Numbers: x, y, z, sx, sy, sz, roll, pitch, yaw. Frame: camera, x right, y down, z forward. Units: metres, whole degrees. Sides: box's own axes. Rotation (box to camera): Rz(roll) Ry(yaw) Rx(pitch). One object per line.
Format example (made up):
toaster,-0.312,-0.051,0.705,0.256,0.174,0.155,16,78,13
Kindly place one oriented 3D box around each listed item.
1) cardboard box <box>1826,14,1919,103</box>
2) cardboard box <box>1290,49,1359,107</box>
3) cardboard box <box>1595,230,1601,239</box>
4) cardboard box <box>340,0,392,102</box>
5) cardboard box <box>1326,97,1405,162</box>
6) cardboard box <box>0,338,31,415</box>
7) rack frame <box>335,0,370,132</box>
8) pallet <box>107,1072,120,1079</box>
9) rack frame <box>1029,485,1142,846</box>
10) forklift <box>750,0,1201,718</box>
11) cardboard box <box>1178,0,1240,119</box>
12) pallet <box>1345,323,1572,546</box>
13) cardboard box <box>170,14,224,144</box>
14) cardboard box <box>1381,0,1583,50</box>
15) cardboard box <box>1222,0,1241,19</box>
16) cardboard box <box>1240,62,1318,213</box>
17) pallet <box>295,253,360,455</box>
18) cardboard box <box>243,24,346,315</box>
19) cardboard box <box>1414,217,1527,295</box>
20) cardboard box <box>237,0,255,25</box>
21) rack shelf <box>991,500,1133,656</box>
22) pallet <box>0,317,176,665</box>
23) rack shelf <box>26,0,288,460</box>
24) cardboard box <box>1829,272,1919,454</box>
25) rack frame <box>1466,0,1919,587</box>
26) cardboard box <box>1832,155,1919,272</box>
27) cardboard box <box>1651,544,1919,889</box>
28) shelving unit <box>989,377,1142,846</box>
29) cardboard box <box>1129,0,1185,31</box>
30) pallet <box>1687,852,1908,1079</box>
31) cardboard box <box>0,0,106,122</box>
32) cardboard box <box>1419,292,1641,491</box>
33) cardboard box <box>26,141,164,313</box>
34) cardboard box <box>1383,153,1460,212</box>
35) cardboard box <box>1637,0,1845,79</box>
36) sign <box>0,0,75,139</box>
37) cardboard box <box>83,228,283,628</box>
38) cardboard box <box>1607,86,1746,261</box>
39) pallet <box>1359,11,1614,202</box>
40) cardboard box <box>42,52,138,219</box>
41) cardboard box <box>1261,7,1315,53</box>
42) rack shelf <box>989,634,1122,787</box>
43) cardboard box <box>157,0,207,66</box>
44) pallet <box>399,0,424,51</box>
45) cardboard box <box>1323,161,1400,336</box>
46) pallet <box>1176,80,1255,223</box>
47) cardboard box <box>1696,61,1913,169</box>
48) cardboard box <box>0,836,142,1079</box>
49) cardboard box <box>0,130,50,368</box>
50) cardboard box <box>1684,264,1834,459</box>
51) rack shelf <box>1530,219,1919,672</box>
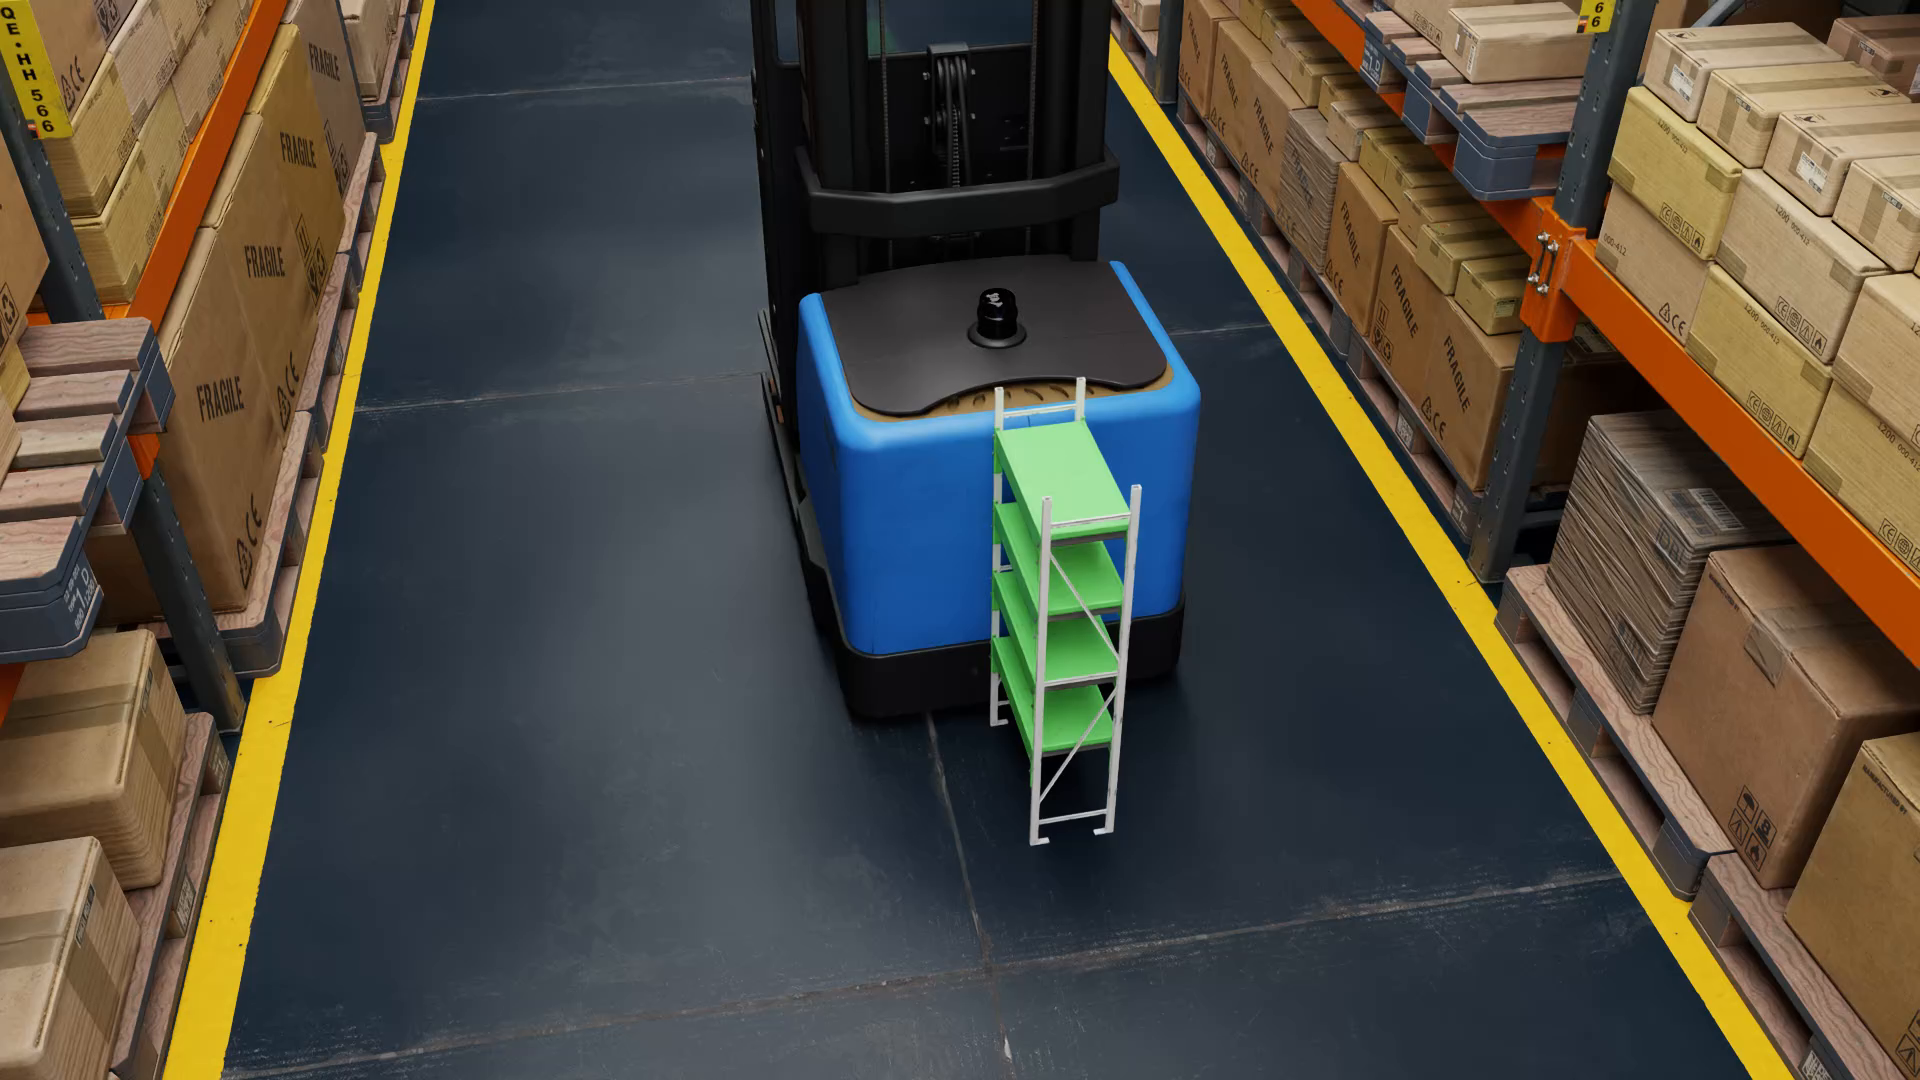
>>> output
cardboard box,2.477,-1.241,4.292,0.380,0.149,0.250,-5,38,-6
cardboard box,1.611,-1.944,6.973,0.380,0.149,0.250,-5,38,-6
cardboard box,2.416,-1.067,5.845,0.380,0.149,0.250,-5,38,-7
cardboard box,-3.371,-2.545,8.327,0.875,0.438,0.875,-7,38,-9
cardboard box,1.680,-1.630,6.570,0.380,0.149,0.250,-8,39,-10
cardboard box,-2.258,-0.324,3.584,0.380,0.149,0.250,-6,38,-7
rack frame,-3.367,-3.000,7.167,1.000,3.000,0.127,-6,38,-8
pallet,-2.319,1.725,3.358,1.003,0.211,1.213,-6,38,-8
rack frame,0.313,0.362,4.307,0.240,1.200,0.015,-8,38,-10
forklift,-0.135,-1.535,5.337,1.130,2.935,3.031,-8,39,-10
cardboard box,1.383,-2.398,8.087,0.500,0.500,0.500,-5,38,-6
pallet,2.127,-0.474,6.188,1.003,0.211,1.213,-6,38,-8
cardboard box,-2.697,-1.473,5.323,0.500,0.250,0.500,-5,38,-6
cardboard box,1.717,-1.829,5.439,0.500,0.250,0.500,-8,39,-10
cardboard box,1.445,-2.567,7.775,0.380,0.149,0.250,-7,38,-9
cardboard box,1.569,-1.776,7.286,0.500,0.500,0.500,-7,38,-9
pallet,-2.940,-0.702,6.482,1.003,0.211,1.213,-6,38,-8
cardboard box,-3.013,-1.416,6.517,0.875,0.875,0.875,-5,38,-7
cardboard box,1.807,-0.988,5.743,0.380,0.149,0.250,-8,39,-10
cardboard box,-2.882,-2.082,6.108,0.500,0.250,0.500,-7,38,-9
rack shelf,0.261,0.076,4.387,0.258,0.148,0.480,-8,38,-10
pallet,-2.435,-0.089,3.576,1.213,0.211,1.003,-6,38,-8
rack shelf,-3.016,-1.508,5.832,1.077,0.370,4.000,-6,38,-8
cardboard box,2.219,-0.343,3.462,0.500,0.250,0.500,-7,38,-9
rack frame,2.221,-1.120,4.747,1.000,3.000,0.127,-6,38,-8
cardboard box,2.163,-0.721,3.623,0.380,0.149,0.250,-6,38,-7
cardboard box,2.439,0.424,4.353,0.875,0.625,0.625,-5,38,-6
shelving unit,0.261,0.215,4.495,0.258,1.200,0.503,-8,38,-10
cardboard box,1.133,-2.881,8.995,0.380,0.149,0.250,-7,38,-9
pallet,2.537,1.218,4.010,1.003,0.211,1.213,-6,38,-8
cardboard box,-2.511,-1.342,4.137,0.500,0.500,0.500,-7,38,-9
cardboard box,1.935,-0.531,5.684,0.500,0.500,0.500,-5,38,-7
cardboard box,-2.503,-0.847,4.518,0.500,0.250,0.500,-7,38,-9
cardboard box,1.802,-1.316,6.165,0.380,0.149,0.250,-5,38,-7
cardboard box,2.285,-1.653,5.009,0.500,0.500,0.500,-5,38,-6
sign,-2.133,-1.074,3.808,0.100,0.325,0.005,-6,38,-8
cardboard box,-2.705,-0.337,5.128,0.875,0.875,0.875,-7,38,-8
cardboard box,2.034,-0.961,4.257,0.500,0.250,0.500,-6,38,-8
pallet,2.033,-1.446,5.323,1.213,0.211,1.003,-6,38,-8
cardboard box,-2.511,-1.055,4.377,0.500,0.250,0.500,-6,38,-8
cardboard box,1.563,-2.249,7.366,0.380,0.149,0.250,-7,38,-9
rack shelf,0.261,0.455,4.681,0.258,0.148,0.480,-8,38,-10
cardboard box,-2.676,-1.669,5.169,0.500,0.250,0.500,-6,38,-8
pallet,-3.640,-3.105,9.575,1.003,0.211,1.213,-6,38,-8
cardboard box,1.763,-1.150,6.481,0.500,0.500,0.500,-5,38,-6
pallet,1.699,-1.948,8.085,1.003,0.211,1.213,-6,38,-8
cardboard box,2.035,-1.030,4.021,0.380,0.149,0.250,-5,38,-7
cardboard box,-2.439,1.075,3.721,0.950,0.372,0.625,-7,38,-9
cardboard box,-2.312,-0.662,3.491,0.500,0.500,0.500,-7,38,-9
cardboard box,2.141,-0.462,4.022,0.500,0.250,0.500,-7,38,-9
rack shelf,2.571,0.372,3.413,1.077,0.370,4.000,-6,38,-8
